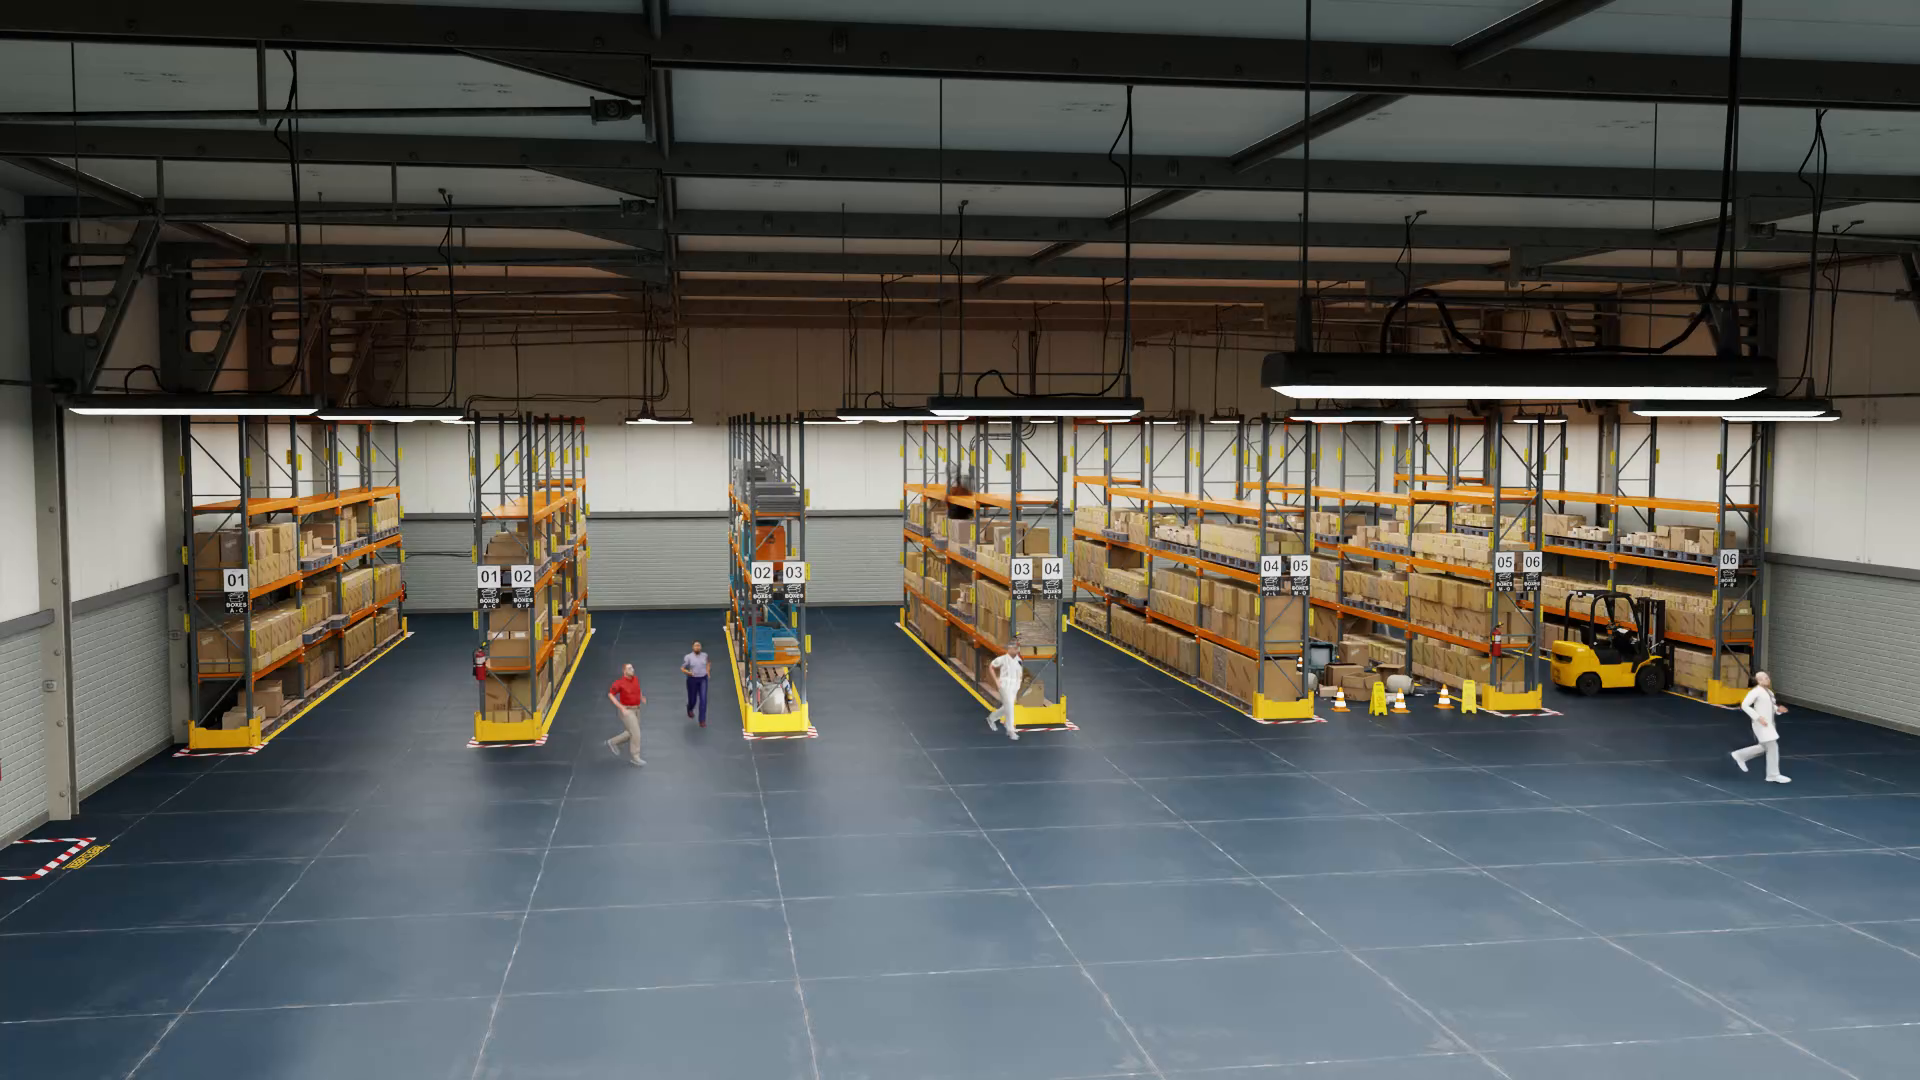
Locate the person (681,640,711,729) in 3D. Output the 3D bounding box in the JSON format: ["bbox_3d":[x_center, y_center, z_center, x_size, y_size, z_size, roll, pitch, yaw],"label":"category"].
[{"bbox_3d":[-5.039,2.739,31.871,0.609,1.645,0.891,-1,4,-21],"label":"person"}]

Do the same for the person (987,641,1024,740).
[{"bbox_3d":[0.907,2.750,30.898,0.954,1.770,0.702,4,5,44],"label":"person"}]

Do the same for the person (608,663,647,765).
[{"bbox_3d":[-5.666,2.952,28.360,0.793,1.729,0.654,2,4,25],"label":"person"}]

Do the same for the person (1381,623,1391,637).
[{"bbox_3d":[11.090,1.891,43.994,0.622,1.740,0.879,0,4,-4],"label":"person"}]

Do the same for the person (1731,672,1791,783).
[{"bbox_3d":[13.002,3.012,26.911,0.902,1.751,0.720,4,5,45],"label":"person"}]
